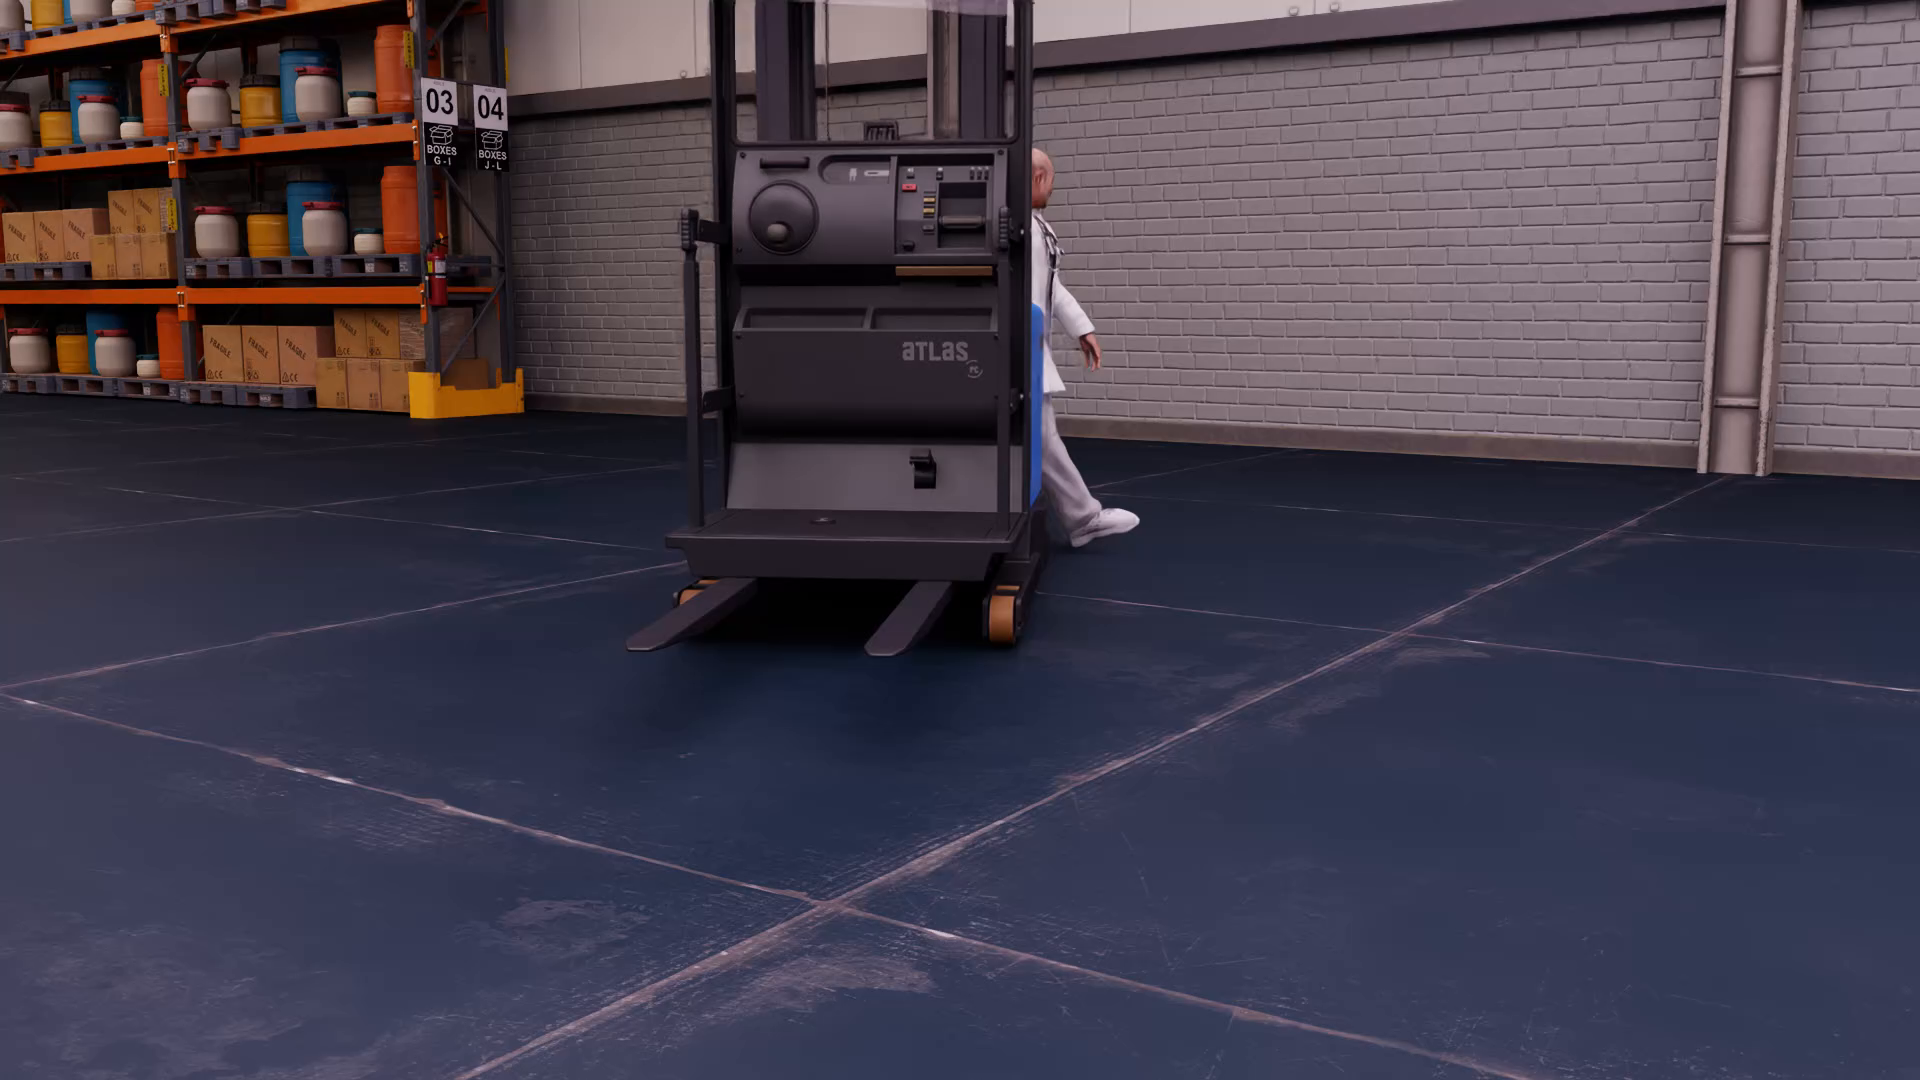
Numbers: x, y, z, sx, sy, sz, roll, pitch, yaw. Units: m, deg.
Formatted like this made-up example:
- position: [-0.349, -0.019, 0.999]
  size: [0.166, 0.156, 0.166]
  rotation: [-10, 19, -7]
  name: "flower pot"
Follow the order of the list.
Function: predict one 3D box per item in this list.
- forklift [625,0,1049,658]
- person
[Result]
- position: [-0.326, -1.167, 5.398]
  size: [1.130, 2.935, 3.031]
  rotation: [1, 8, 6]
  name: "forklift"
- position: [0.365, -0.827, 7.262]
  size: [0.919, 1.741, 0.783]
  rotation: [2, 8, 17]
  name: "person"
